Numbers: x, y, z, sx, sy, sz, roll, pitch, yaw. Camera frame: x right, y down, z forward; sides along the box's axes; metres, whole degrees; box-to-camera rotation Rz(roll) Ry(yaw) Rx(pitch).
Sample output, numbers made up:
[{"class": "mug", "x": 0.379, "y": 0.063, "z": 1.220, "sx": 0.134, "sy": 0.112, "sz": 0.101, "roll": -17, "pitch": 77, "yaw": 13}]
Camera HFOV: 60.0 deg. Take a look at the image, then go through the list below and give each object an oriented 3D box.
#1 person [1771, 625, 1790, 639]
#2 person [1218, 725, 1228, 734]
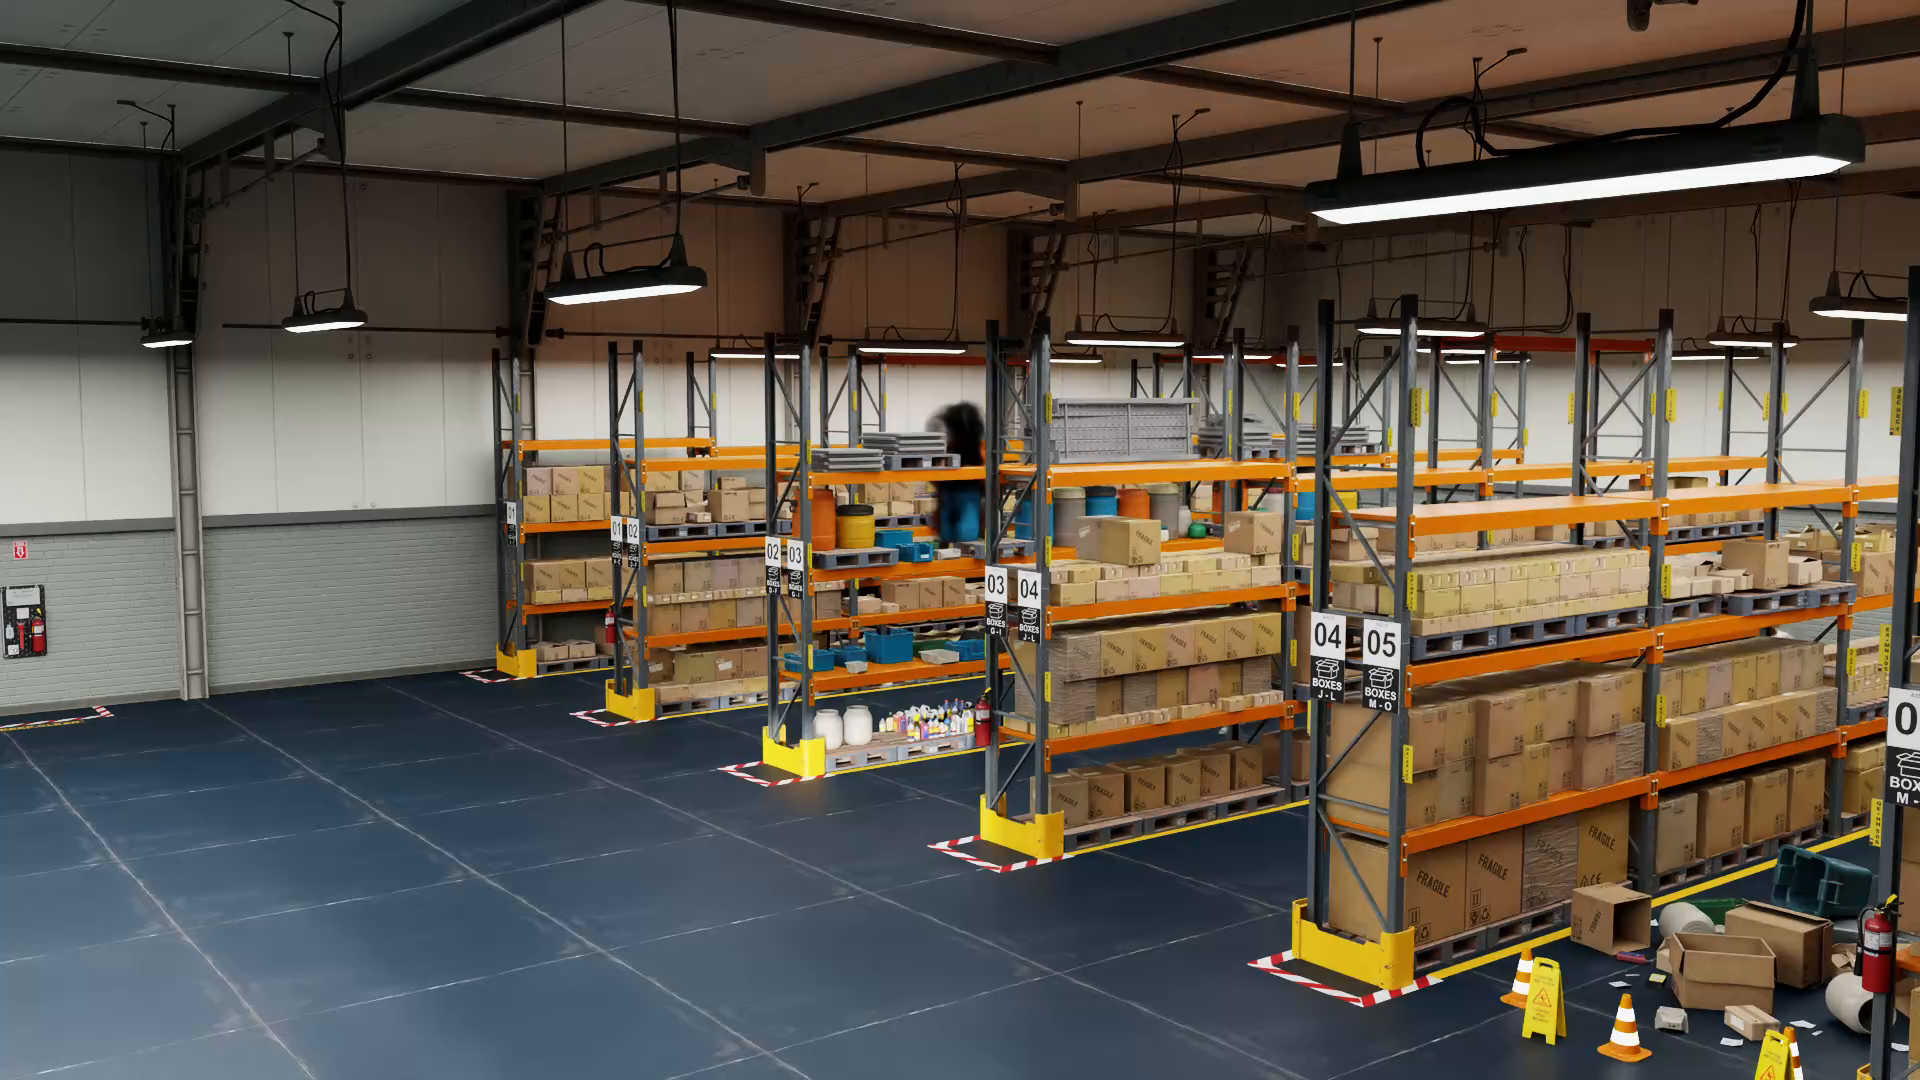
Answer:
[{"class": "person", "x": 12.653, "y": 2.007, "z": 25.949, "sx": 0.797, "sy": 1.729, "sz": 0.669, "roll": -3, "pitch": 6, "yaw": -31}, {"class": "person", "x": 4.076, "y": 2.176, "z": 25.408, "sx": 0.539, "sy": 1.547, "sz": 0.685, "roll": 3, "pitch": 6, "yaw": 35}]
